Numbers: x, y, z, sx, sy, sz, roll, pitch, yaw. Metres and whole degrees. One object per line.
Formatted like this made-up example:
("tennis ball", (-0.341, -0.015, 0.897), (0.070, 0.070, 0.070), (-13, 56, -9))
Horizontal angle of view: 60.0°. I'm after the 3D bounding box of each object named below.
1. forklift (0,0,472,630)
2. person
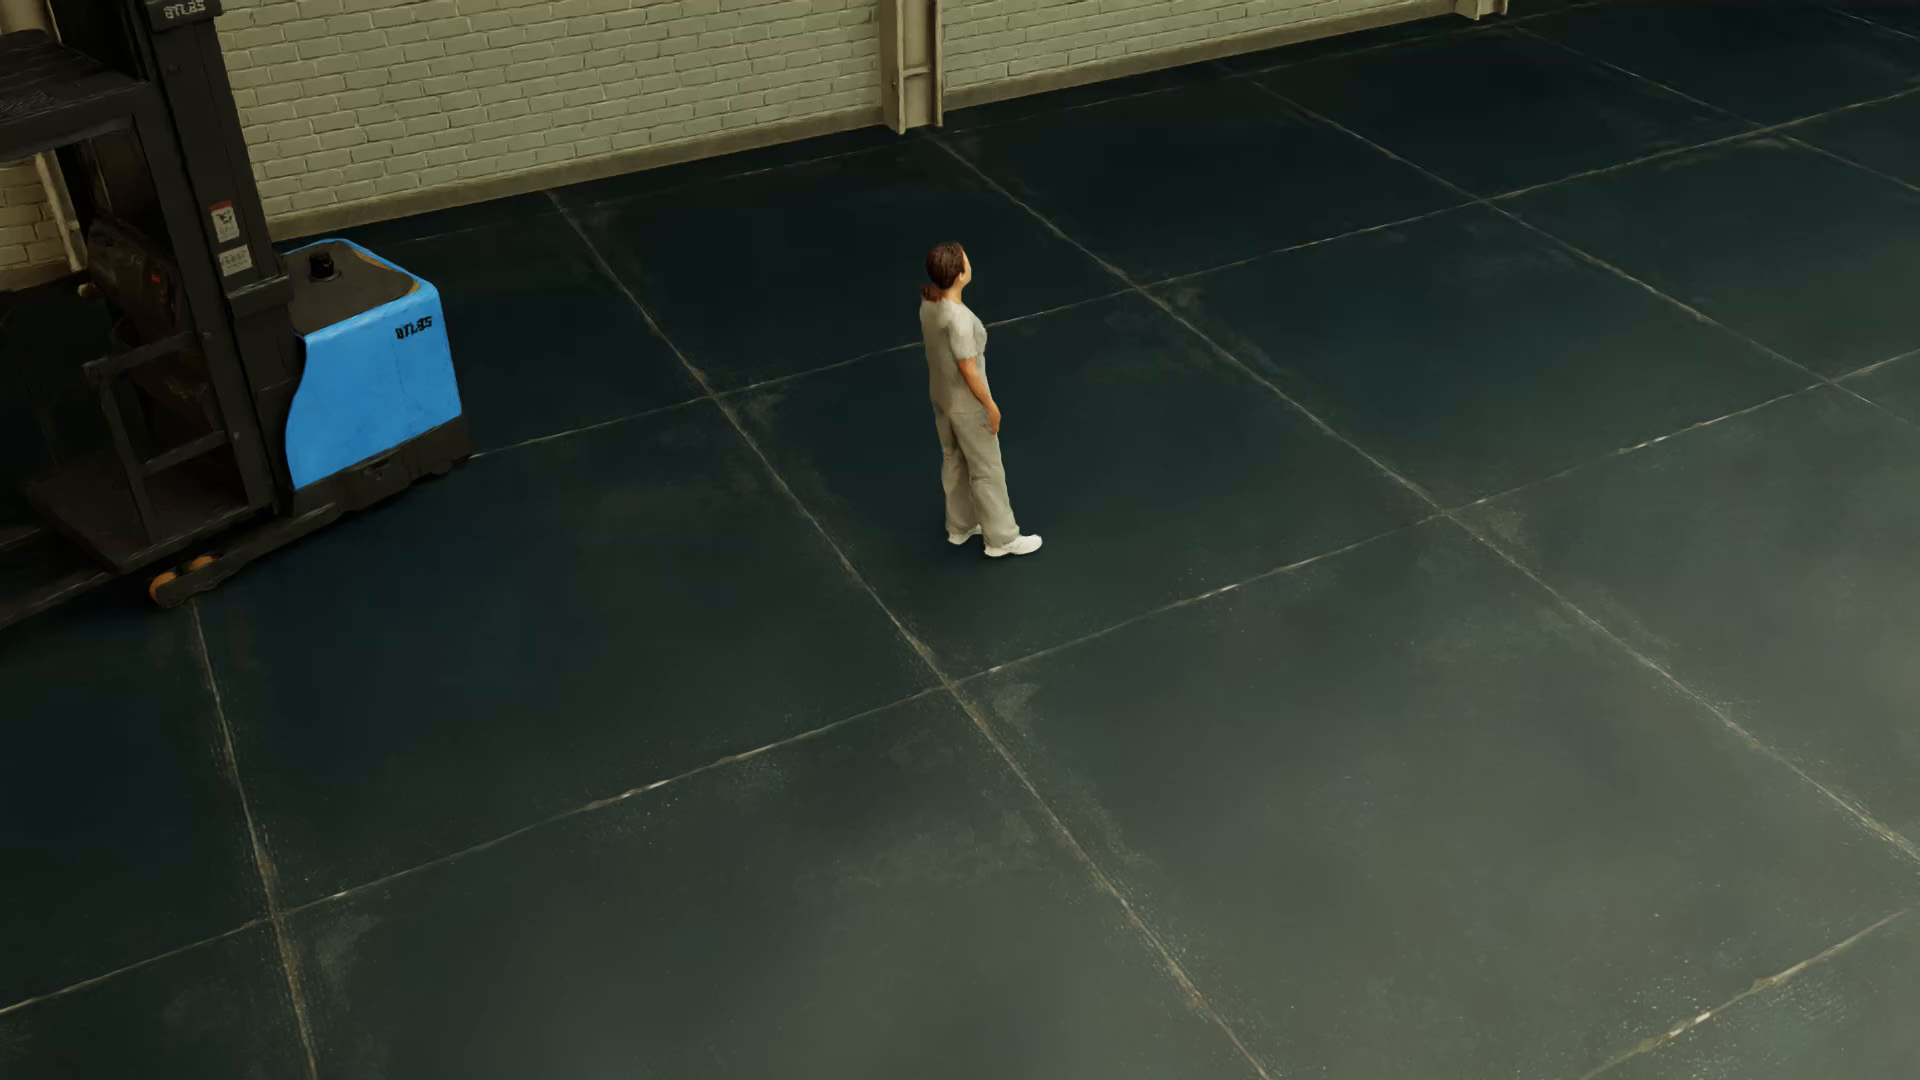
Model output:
("forklift", (-4.073, -1.197, 7.817), (1.130, 2.935, 3.031), (27, 44, 33))
("person", (0.071, -0.703, 8.193), (0.548, 1.674, 0.550), (-17, 39, -23))
